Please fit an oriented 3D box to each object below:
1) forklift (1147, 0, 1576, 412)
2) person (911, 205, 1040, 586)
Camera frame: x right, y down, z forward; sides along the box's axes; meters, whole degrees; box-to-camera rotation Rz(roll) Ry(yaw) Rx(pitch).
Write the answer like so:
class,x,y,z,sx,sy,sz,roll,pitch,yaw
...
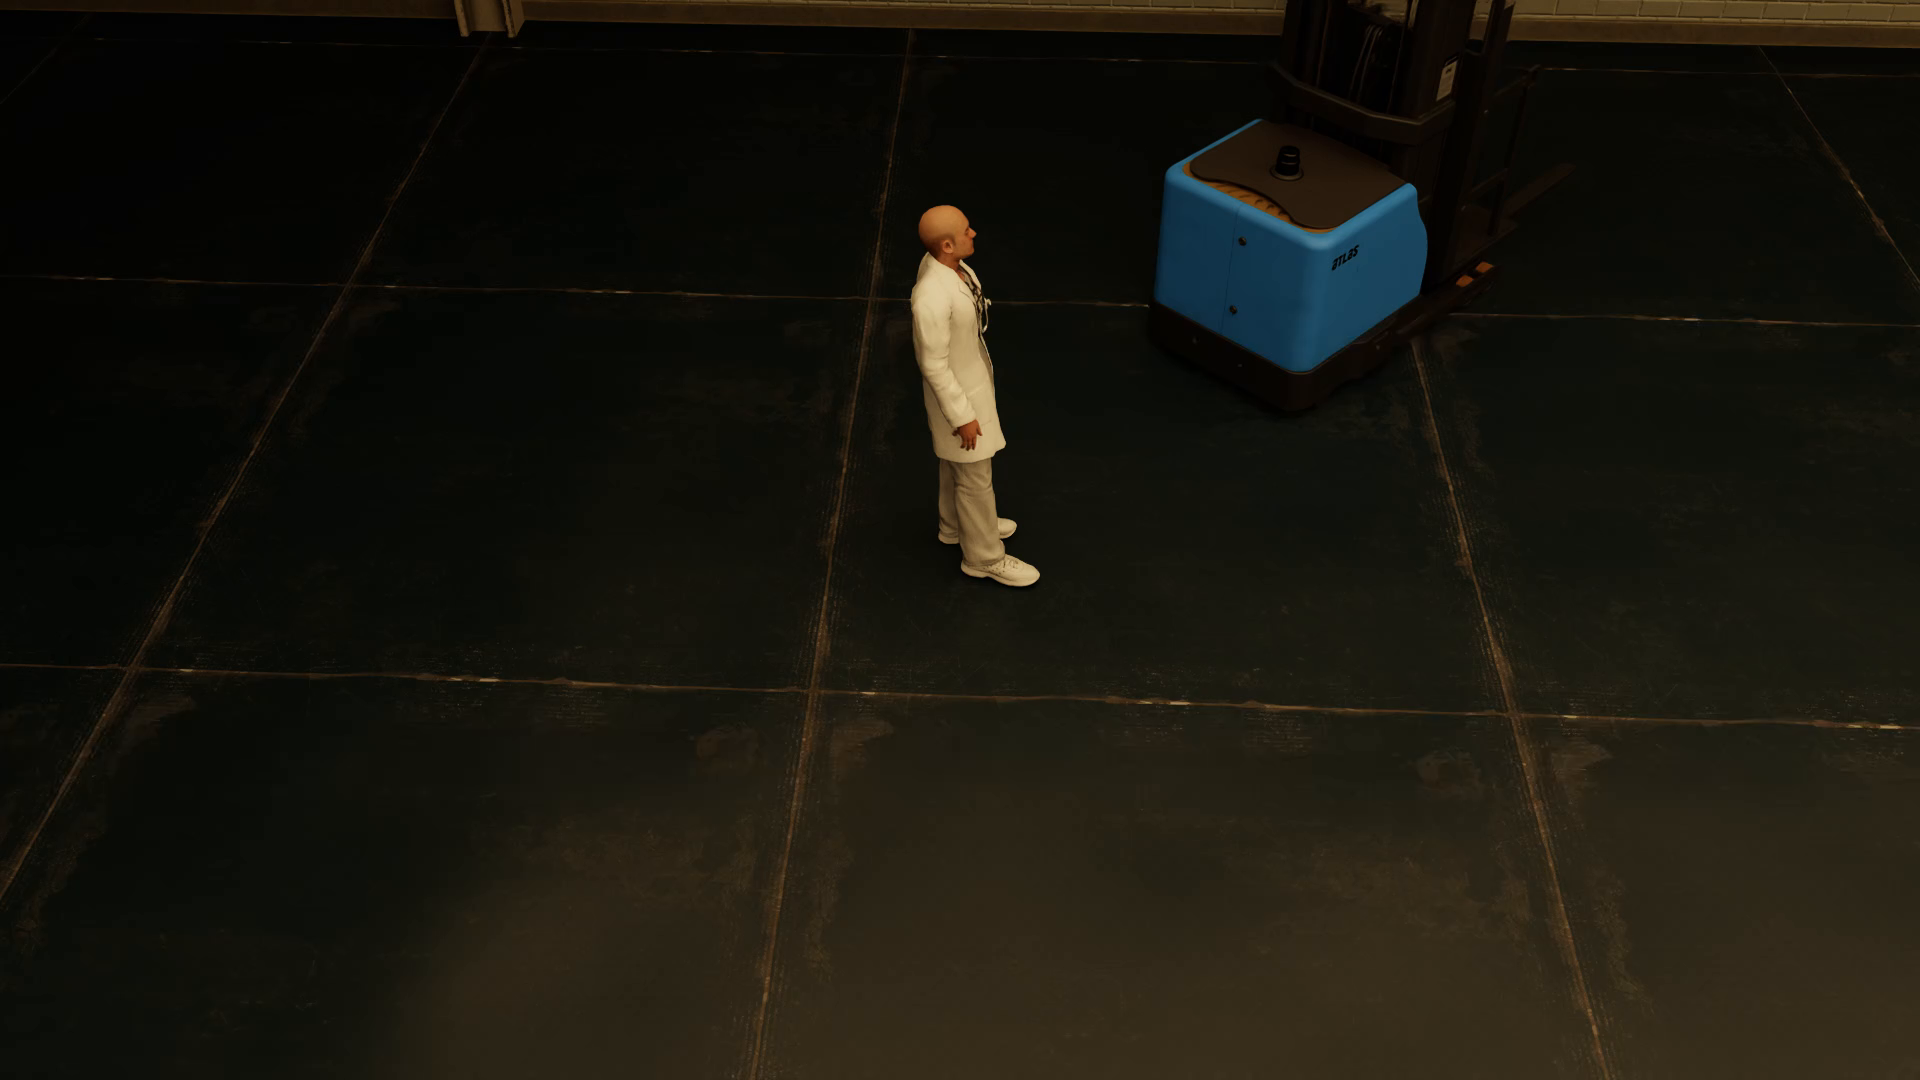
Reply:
class,x,y,z,sx,sy,sz,roll,pitch,yaw
forklift,2.420,-2.626,8.619,3.031,2.935,1.130,-34,52,-31
person,0.092,-0.657,7.307,0.577,1.779,0.698,2,42,2
